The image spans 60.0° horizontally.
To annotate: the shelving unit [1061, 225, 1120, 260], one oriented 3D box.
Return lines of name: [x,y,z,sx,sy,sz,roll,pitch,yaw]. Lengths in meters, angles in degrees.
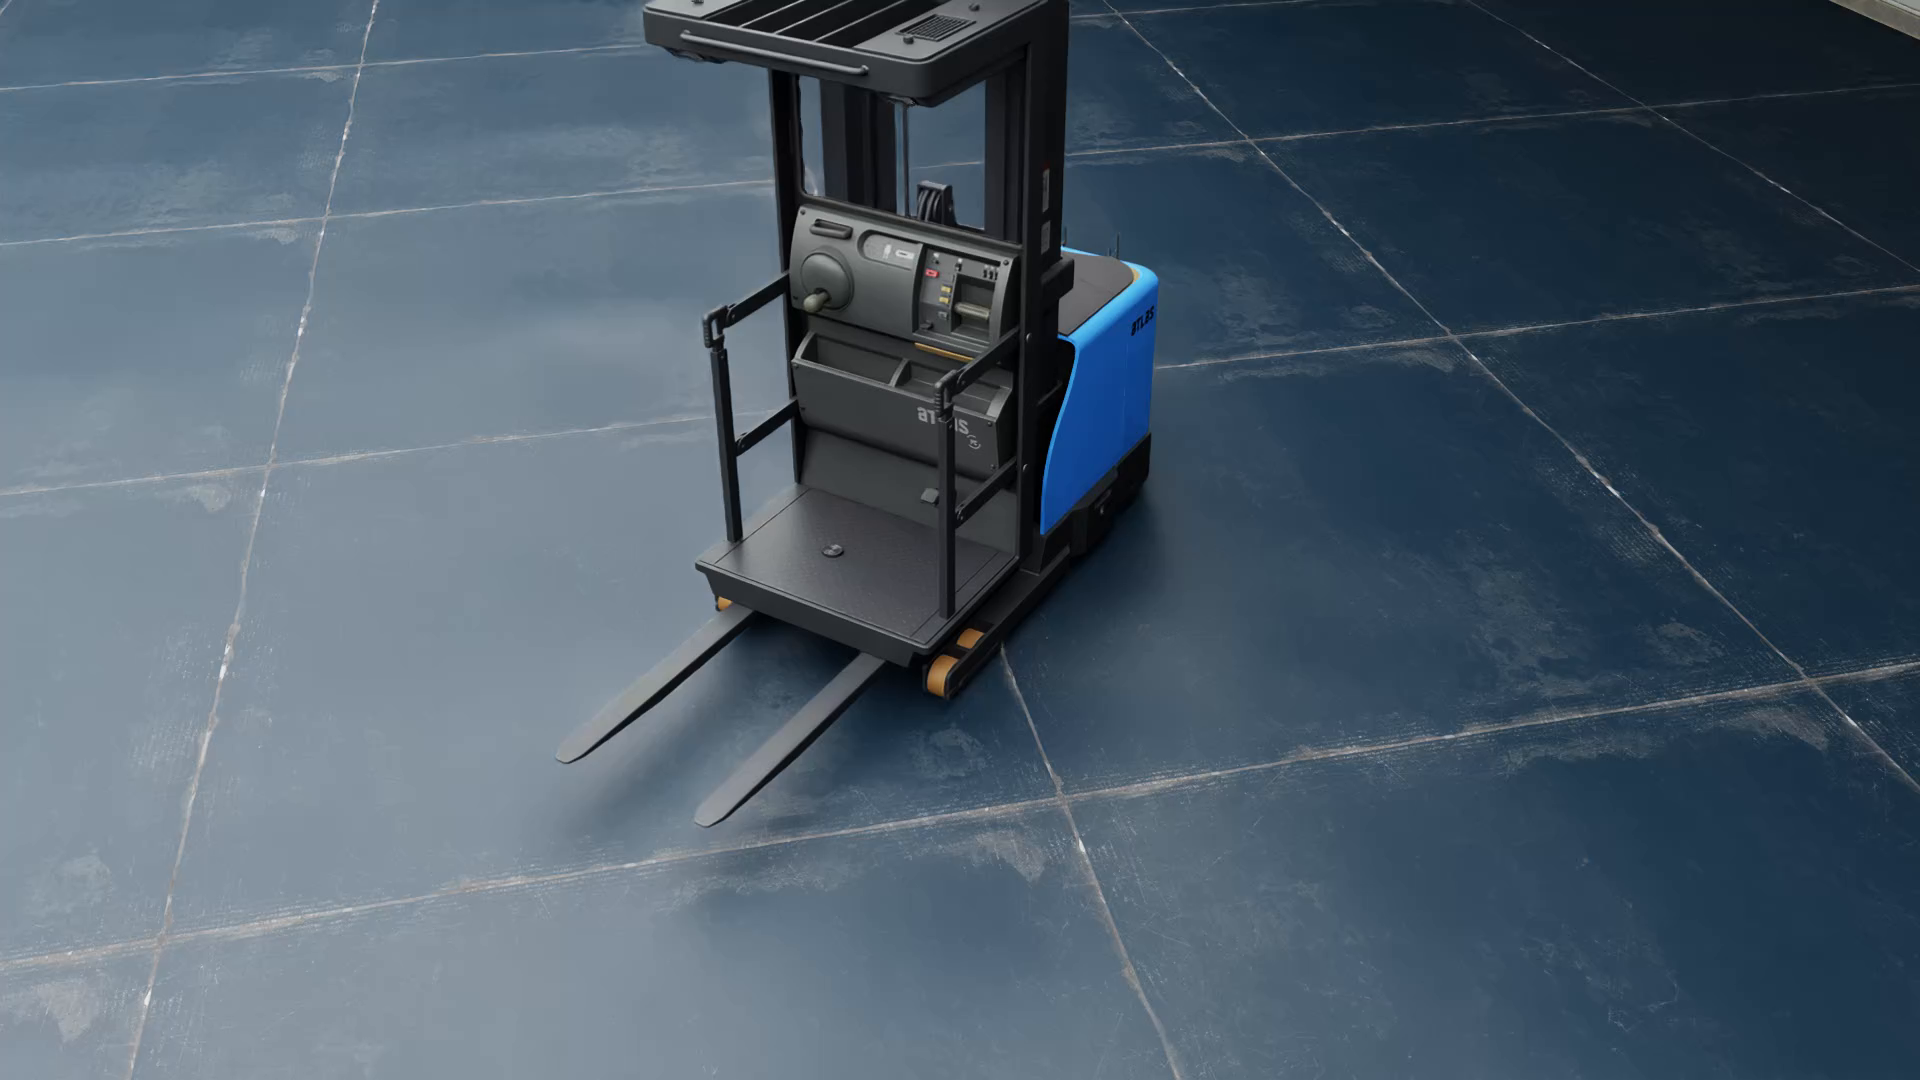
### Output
shelving unit: [0.564,-0.906,7.657,0.252,1.050,0.215,10,35,15]

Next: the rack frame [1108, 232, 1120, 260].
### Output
rack frame: [0.680,-0.885,7.627,0.008,1.050,0.200,10,35,15]

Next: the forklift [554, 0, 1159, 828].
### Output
forklift: [-0.334,-0.908,5.973,1.130,2.935,3.031,19,38,25]

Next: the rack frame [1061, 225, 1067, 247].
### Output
rack frame: [0.448,-0.926,7.688,0.008,1.050,0.200,10,35,15]
